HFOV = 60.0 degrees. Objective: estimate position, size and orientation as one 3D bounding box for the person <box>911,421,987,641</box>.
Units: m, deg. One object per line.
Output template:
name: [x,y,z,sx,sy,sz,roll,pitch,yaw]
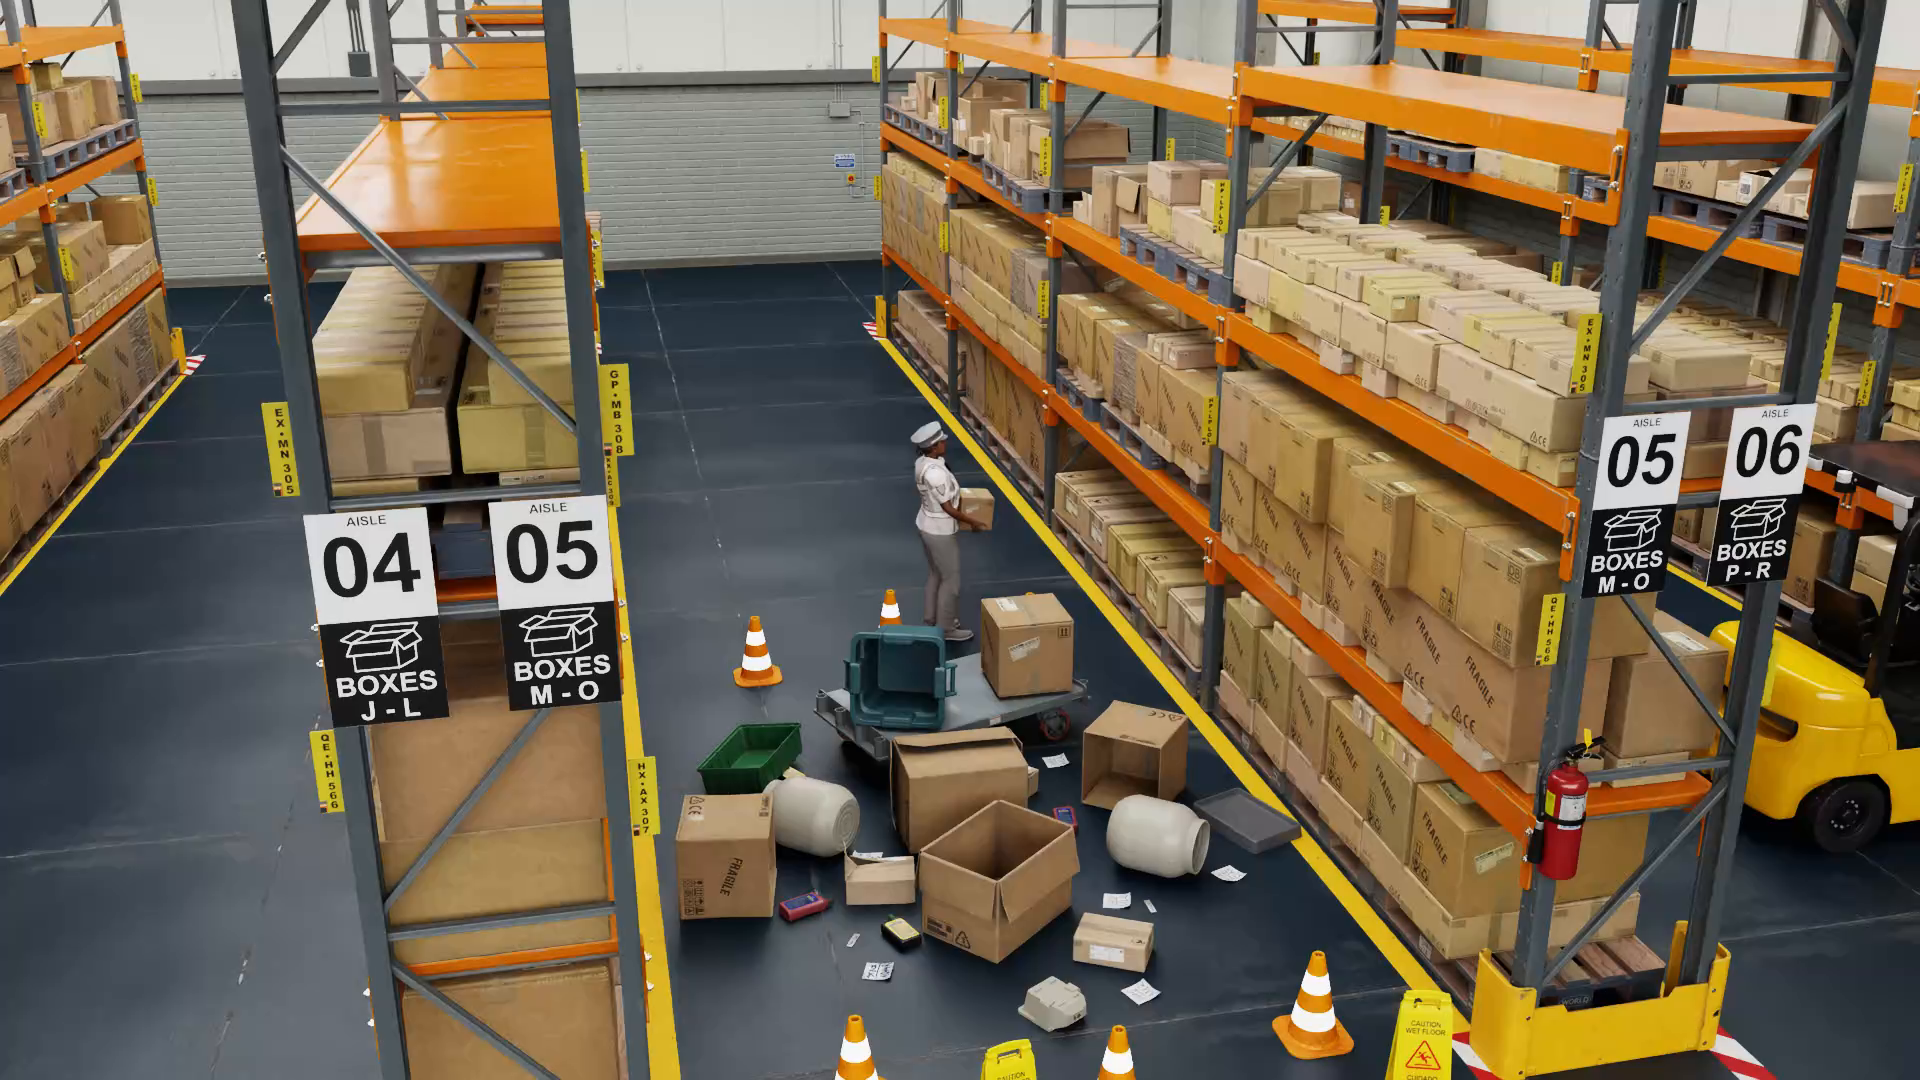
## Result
person: [-0.088,-0.072,12.512,0.540,1.682,0.449,-4,20,-12]
